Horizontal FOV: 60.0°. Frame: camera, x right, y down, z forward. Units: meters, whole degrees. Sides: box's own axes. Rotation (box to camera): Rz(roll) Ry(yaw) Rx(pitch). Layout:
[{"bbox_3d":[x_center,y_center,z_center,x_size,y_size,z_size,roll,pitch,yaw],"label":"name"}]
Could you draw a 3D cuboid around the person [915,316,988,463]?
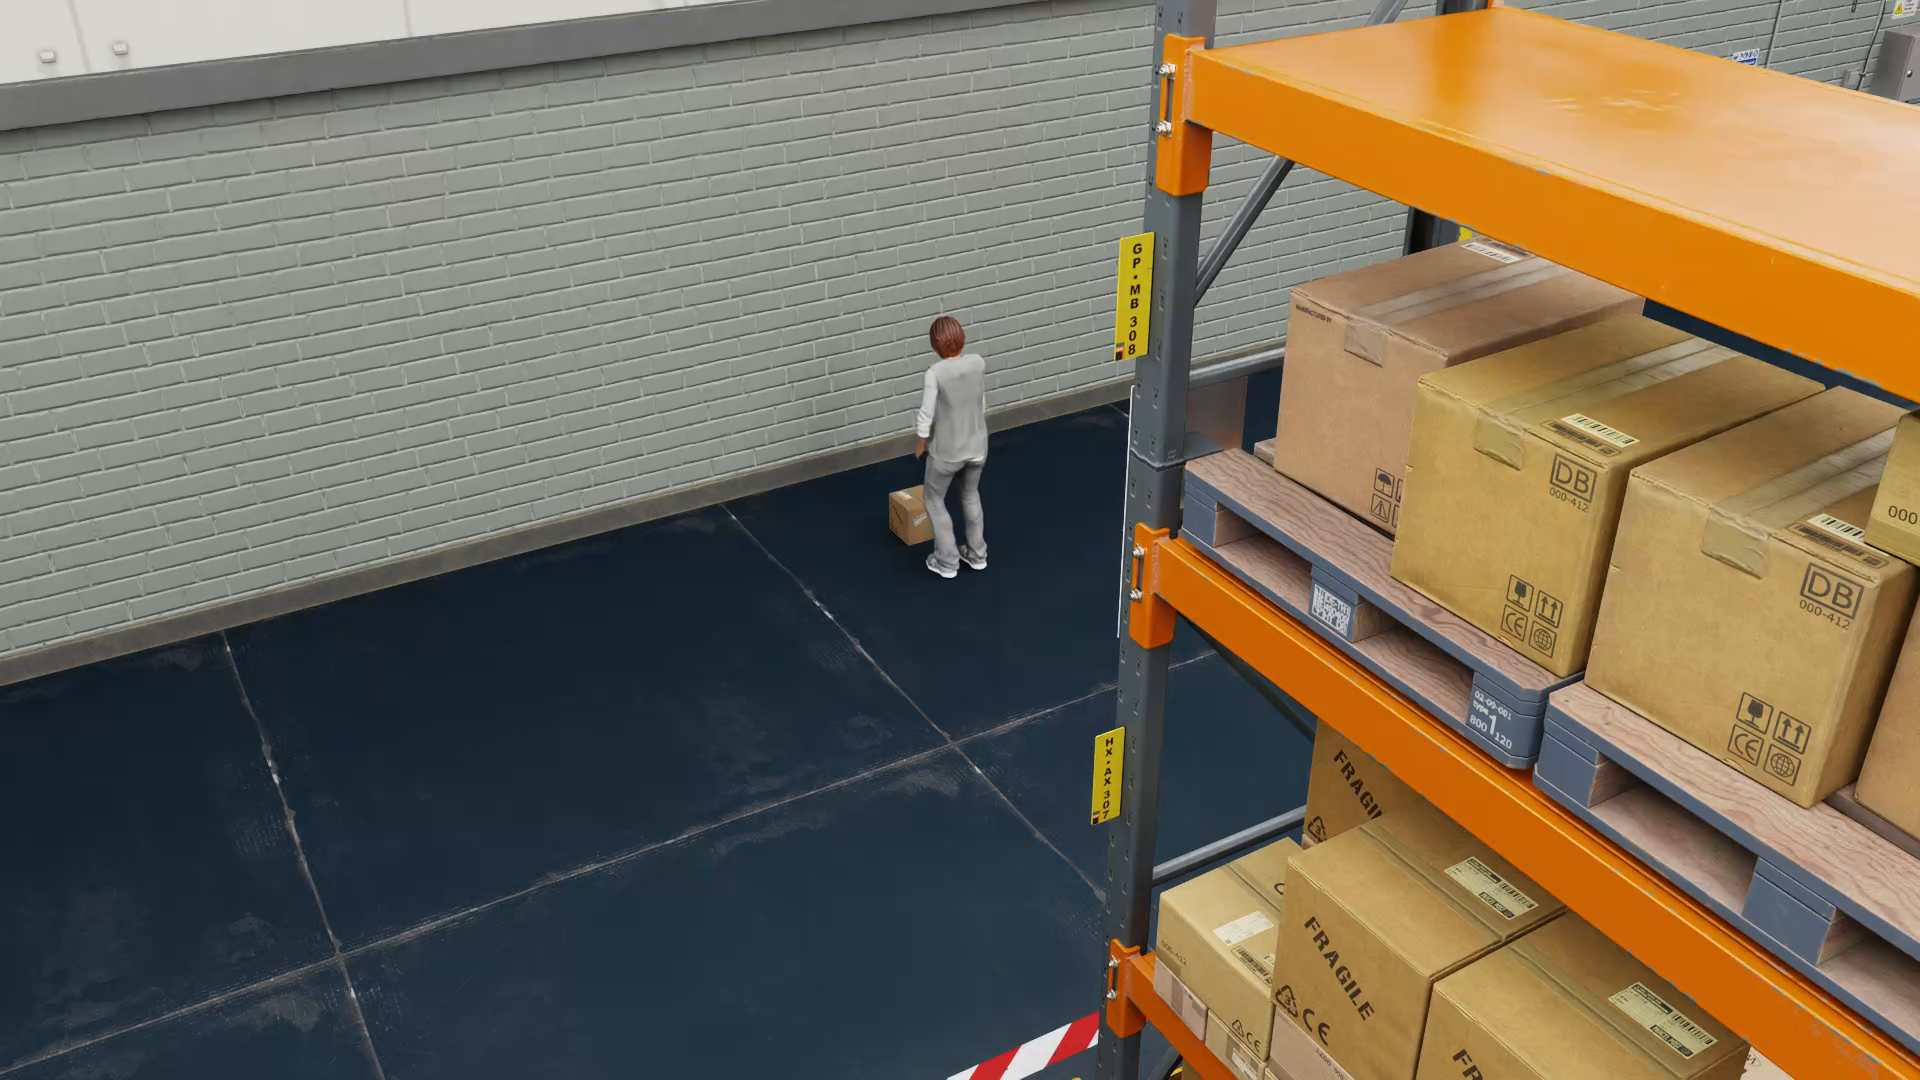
[{"bbox_3d":[-0.044,-0.809,9.344,0.423,0.887,0.368,-15,33,-25],"label":"person"}]
